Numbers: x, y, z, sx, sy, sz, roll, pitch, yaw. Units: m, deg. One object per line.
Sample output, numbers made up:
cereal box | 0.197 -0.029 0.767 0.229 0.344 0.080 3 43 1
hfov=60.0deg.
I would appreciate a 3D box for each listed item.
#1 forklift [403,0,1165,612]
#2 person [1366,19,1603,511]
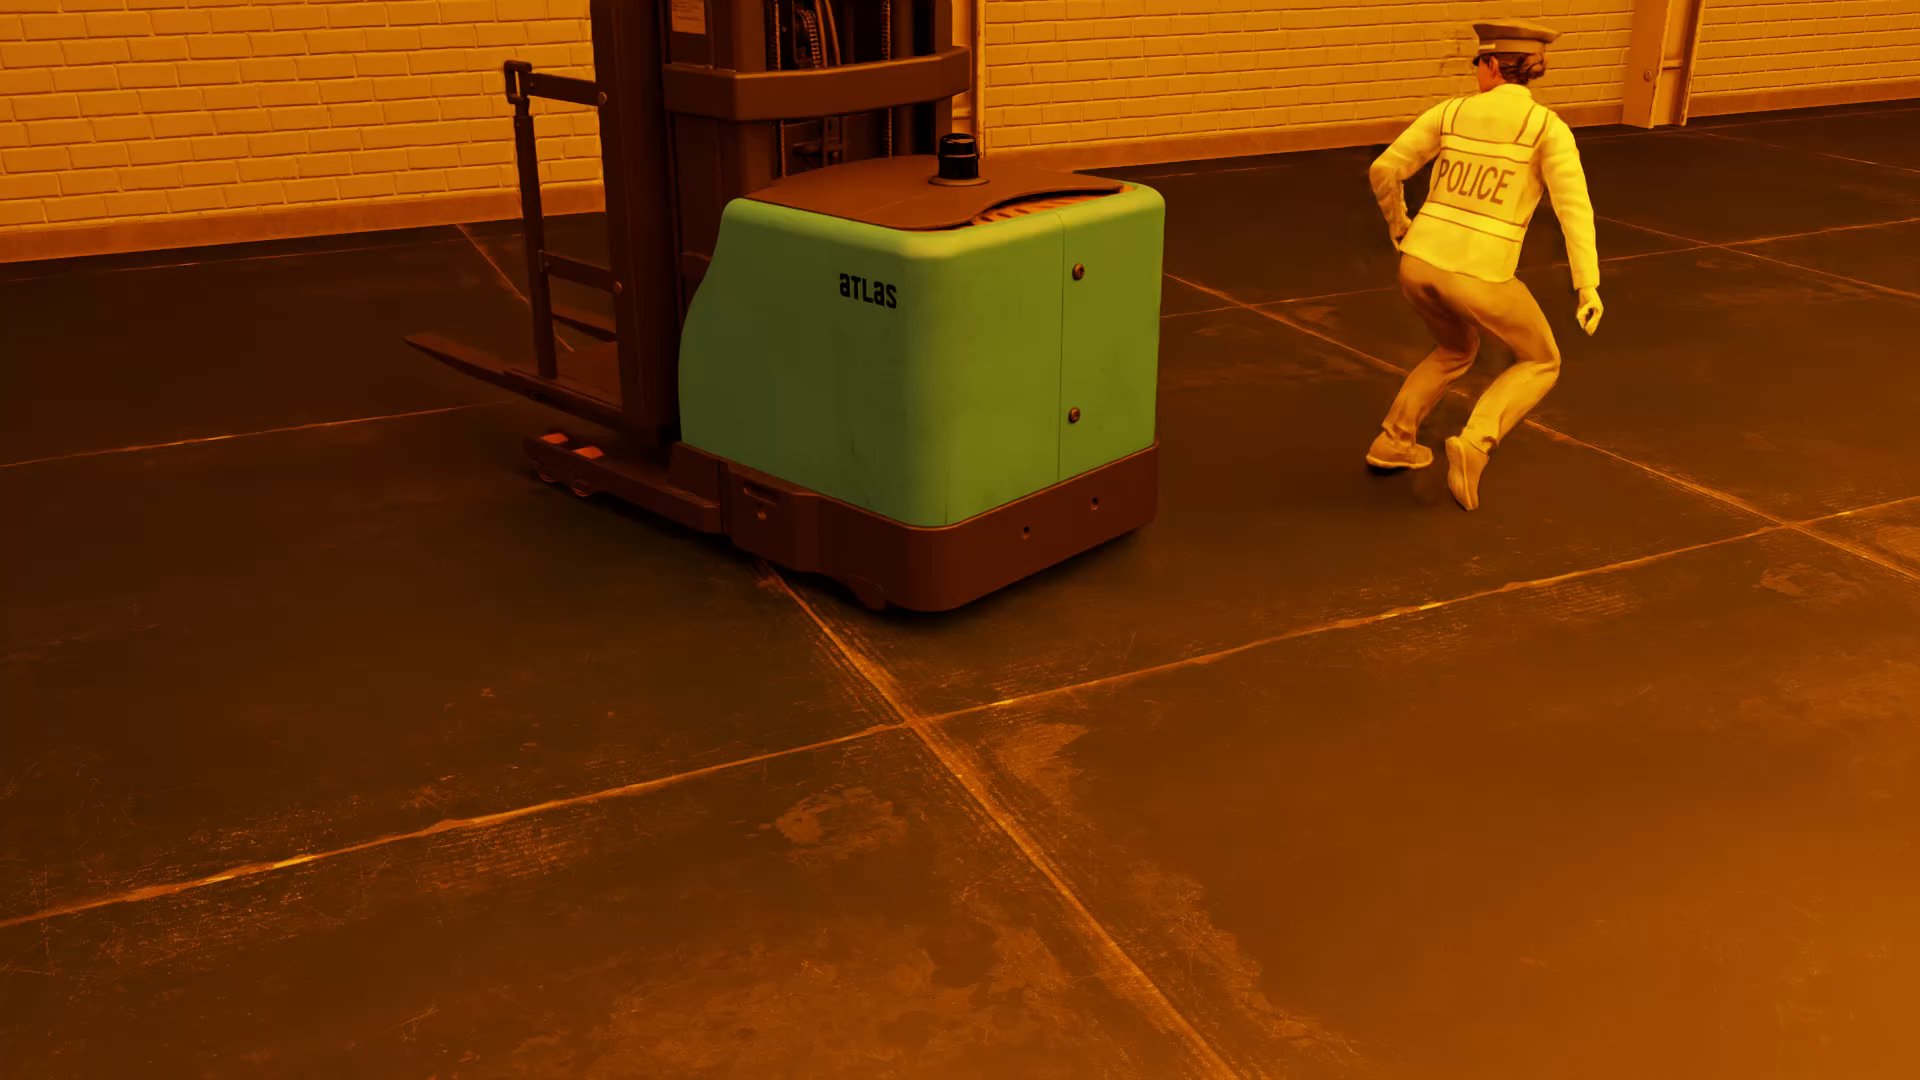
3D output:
forklift | -0.816 -1.621 5.189 3.031 2.935 1.130 20 30 39
person | 1.672 -0.858 5.291 0.523 1.509 0.893 -18 29 -37
